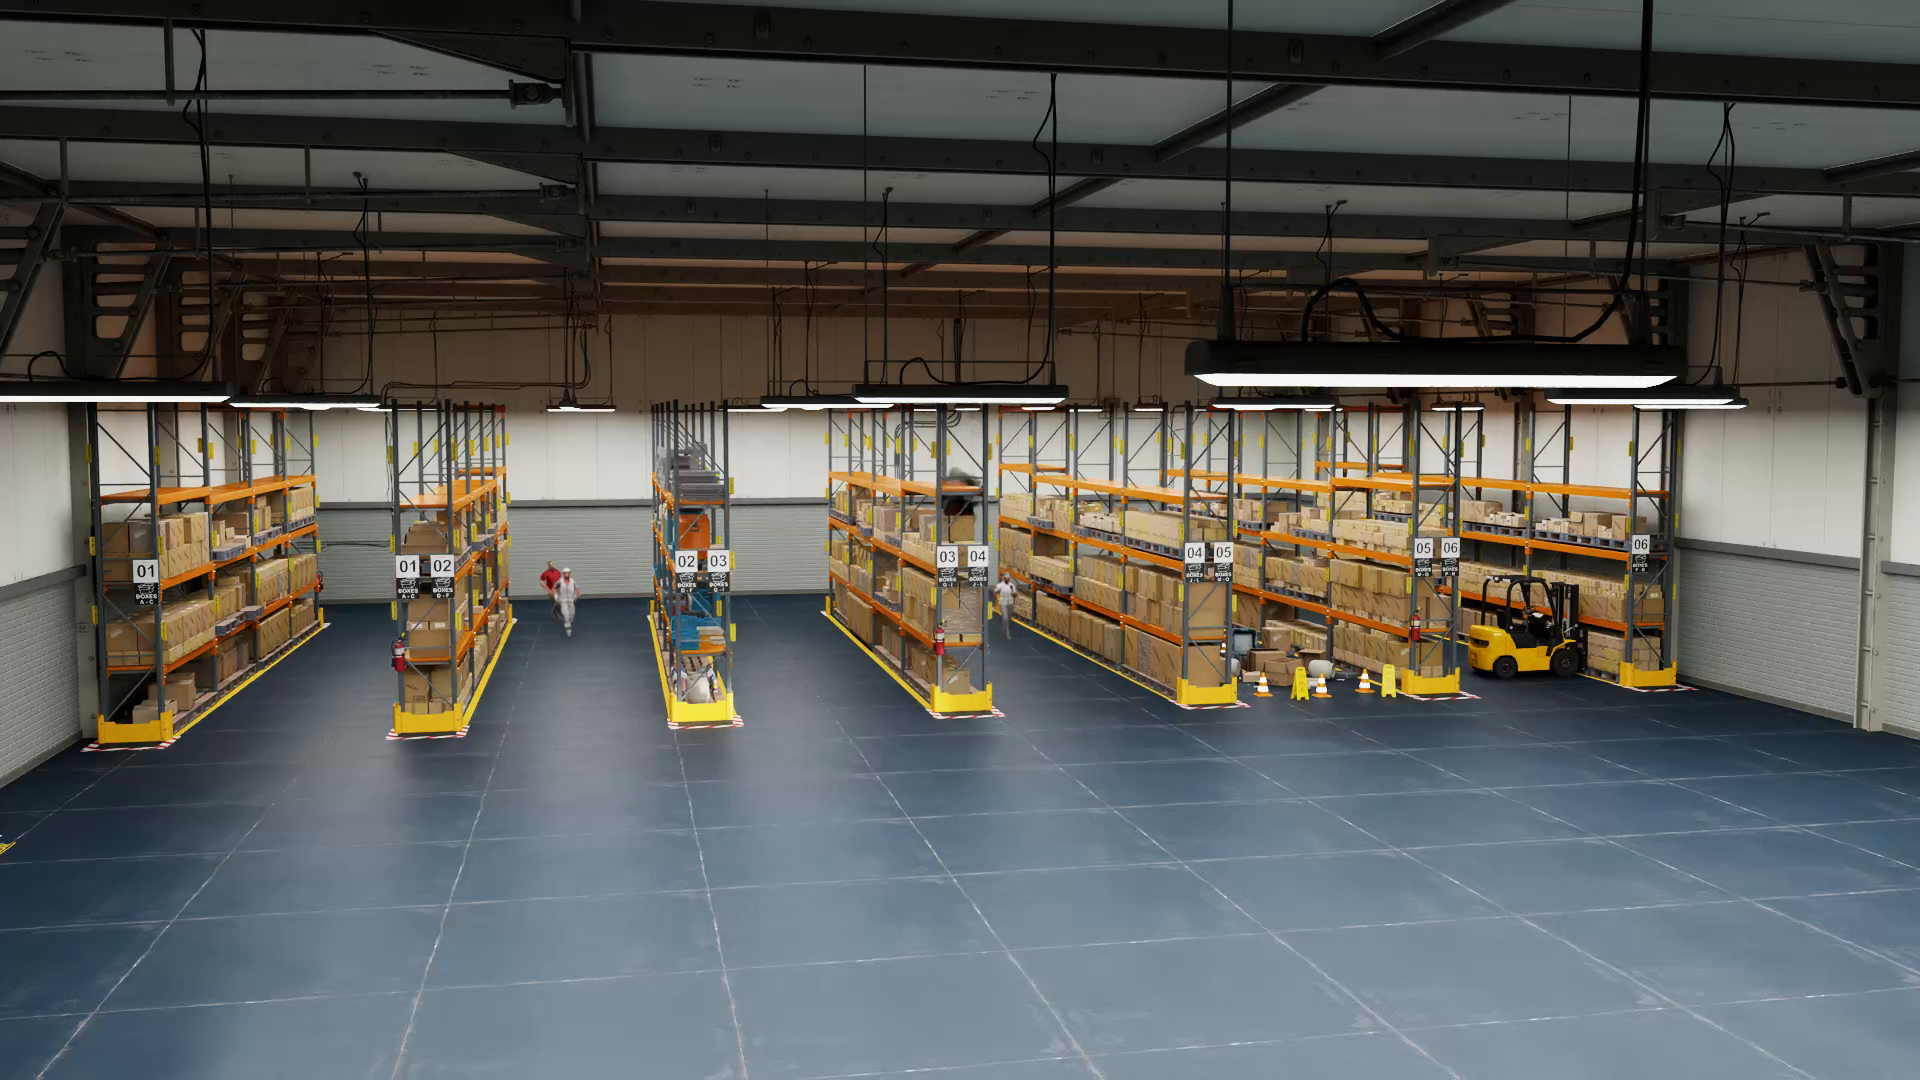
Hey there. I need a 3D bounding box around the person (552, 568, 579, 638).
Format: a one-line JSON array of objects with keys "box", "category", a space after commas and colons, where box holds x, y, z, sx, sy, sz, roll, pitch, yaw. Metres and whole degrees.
[{"box": [-10.166, 1.605, 42.950, 0.686, 1.762, 0.867, -2, 5, -23], "category": "person"}]

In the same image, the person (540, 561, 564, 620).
[{"box": [-11.238, 1.415, 46.185, 0.504, 1.656, 0.707, 4, 6, 40], "category": "person"}]

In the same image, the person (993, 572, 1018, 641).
[{"box": [1.182, 1.660, 42.408, 0.569, 1.699, 0.926, -1, 5, -19], "category": "person"}]
